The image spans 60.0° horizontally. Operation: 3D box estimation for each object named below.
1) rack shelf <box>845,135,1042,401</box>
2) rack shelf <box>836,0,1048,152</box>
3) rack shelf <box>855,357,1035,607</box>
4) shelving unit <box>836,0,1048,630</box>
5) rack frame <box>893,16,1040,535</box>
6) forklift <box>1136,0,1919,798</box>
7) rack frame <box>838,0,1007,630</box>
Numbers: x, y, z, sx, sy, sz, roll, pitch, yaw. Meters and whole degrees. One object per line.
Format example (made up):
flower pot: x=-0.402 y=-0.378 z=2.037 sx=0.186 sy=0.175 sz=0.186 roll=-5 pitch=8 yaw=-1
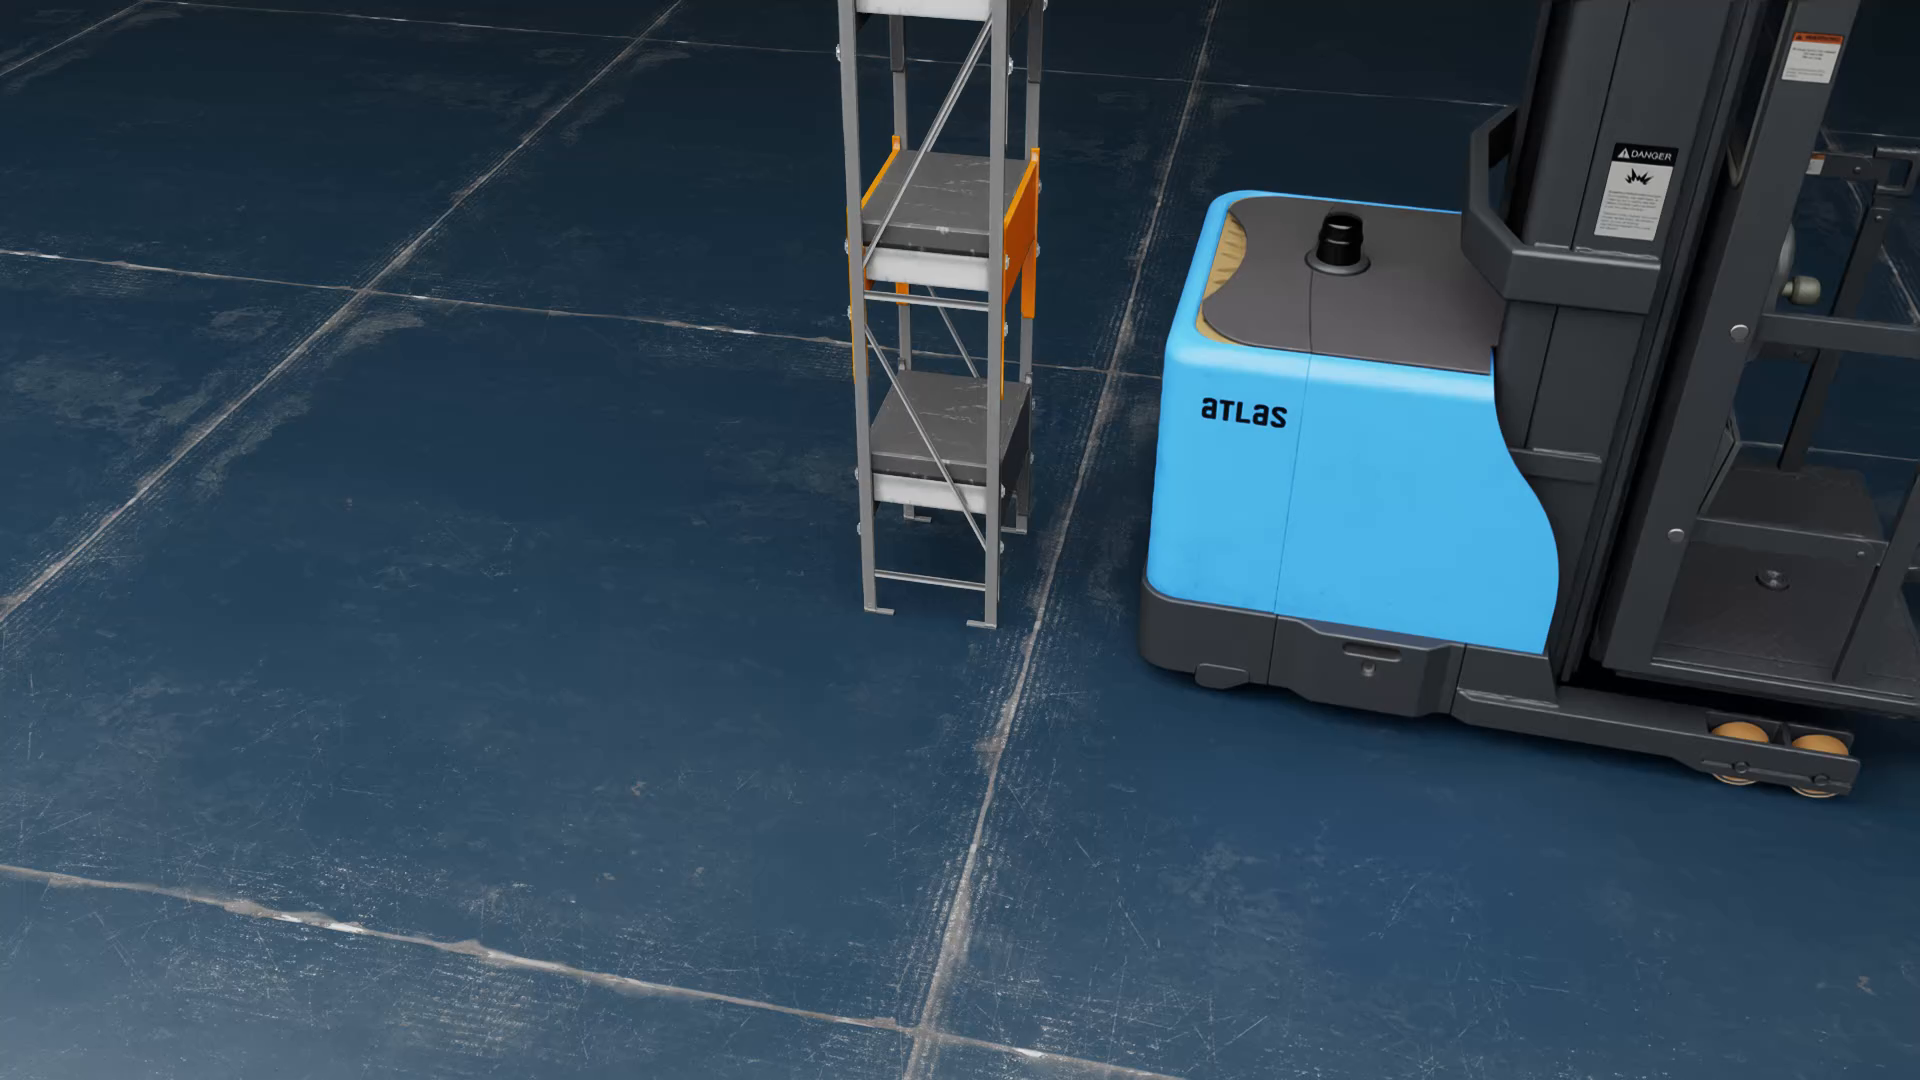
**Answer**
rack shelf: x=-0.035 y=-0.744 z=4.511 sx=0.431 sy=0.518 sz=0.480 roll=7 pitch=37 yaw=10
rack shelf: x=-0.035 y=-1.311 z=4.100 sx=0.431 sy=0.518 sz=0.480 roll=7 pitch=37 yaw=10
rack shelf: x=-0.035 y=-0.177 z=4.922 sx=0.431 sy=0.518 sz=0.480 roll=7 pitch=37 yaw=10
shelving unit: x=-0.035 y=-0.755 z=4.503 sx=0.431 sy=2.100 sz=0.503 roll=7 pitch=37 yaw=10
rack frame: x=0.017 y=-0.895 z=4.696 sx=0.400 sy=2.100 sz=0.015 roll=7 pitch=37 yaw=10
forklift: x=2.075 y=-0.862 z=3.942 sx=3.031 sy=2.935 sz=1.130 roll=8 pitch=37 yaw=12
rack frame: x=-0.087 y=-0.615 z=4.310 sx=0.400 sy=2.100 sz=0.015 roll=7 pitch=37 yaw=10
